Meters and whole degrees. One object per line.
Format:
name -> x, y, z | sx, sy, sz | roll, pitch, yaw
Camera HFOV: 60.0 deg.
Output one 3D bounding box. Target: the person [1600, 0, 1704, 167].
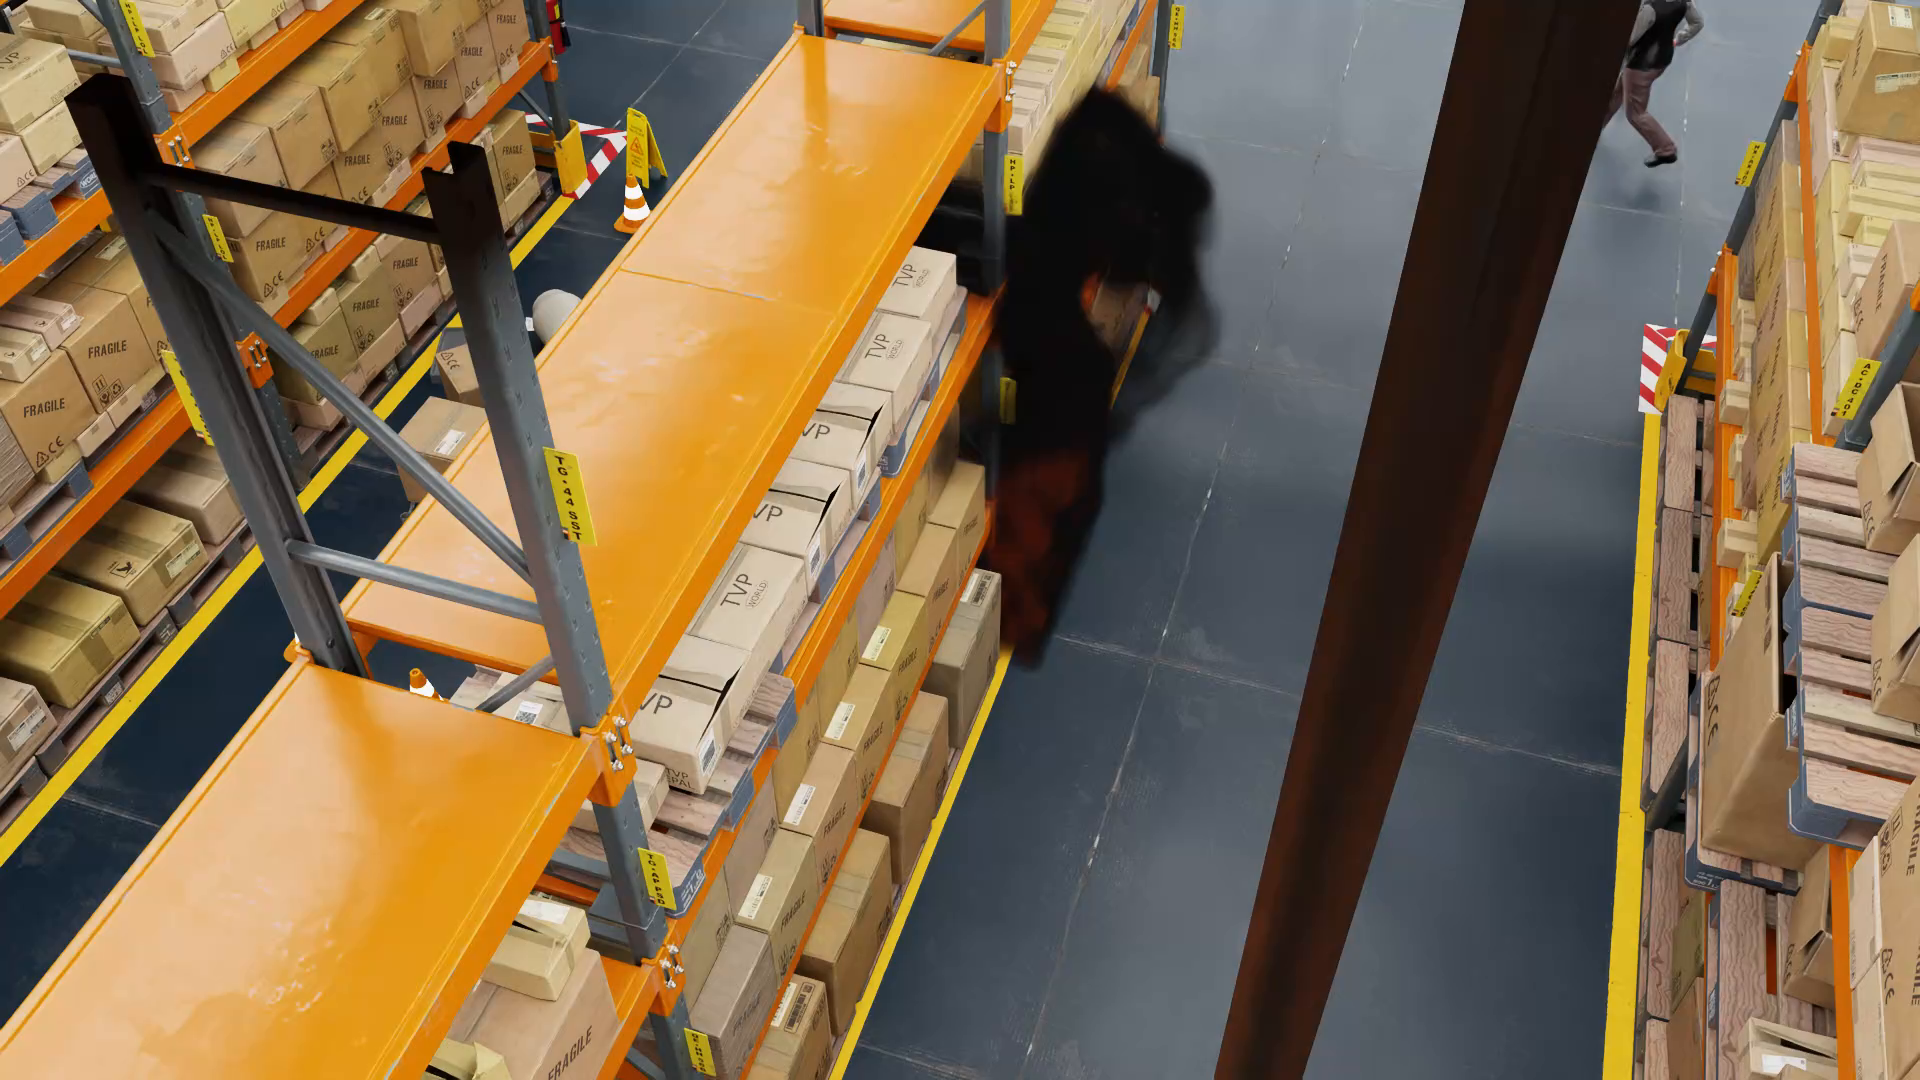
person -> 5.663, -3.868, 13.742 | 0.624, 1.767, 1.055 | -30, 53, -26
